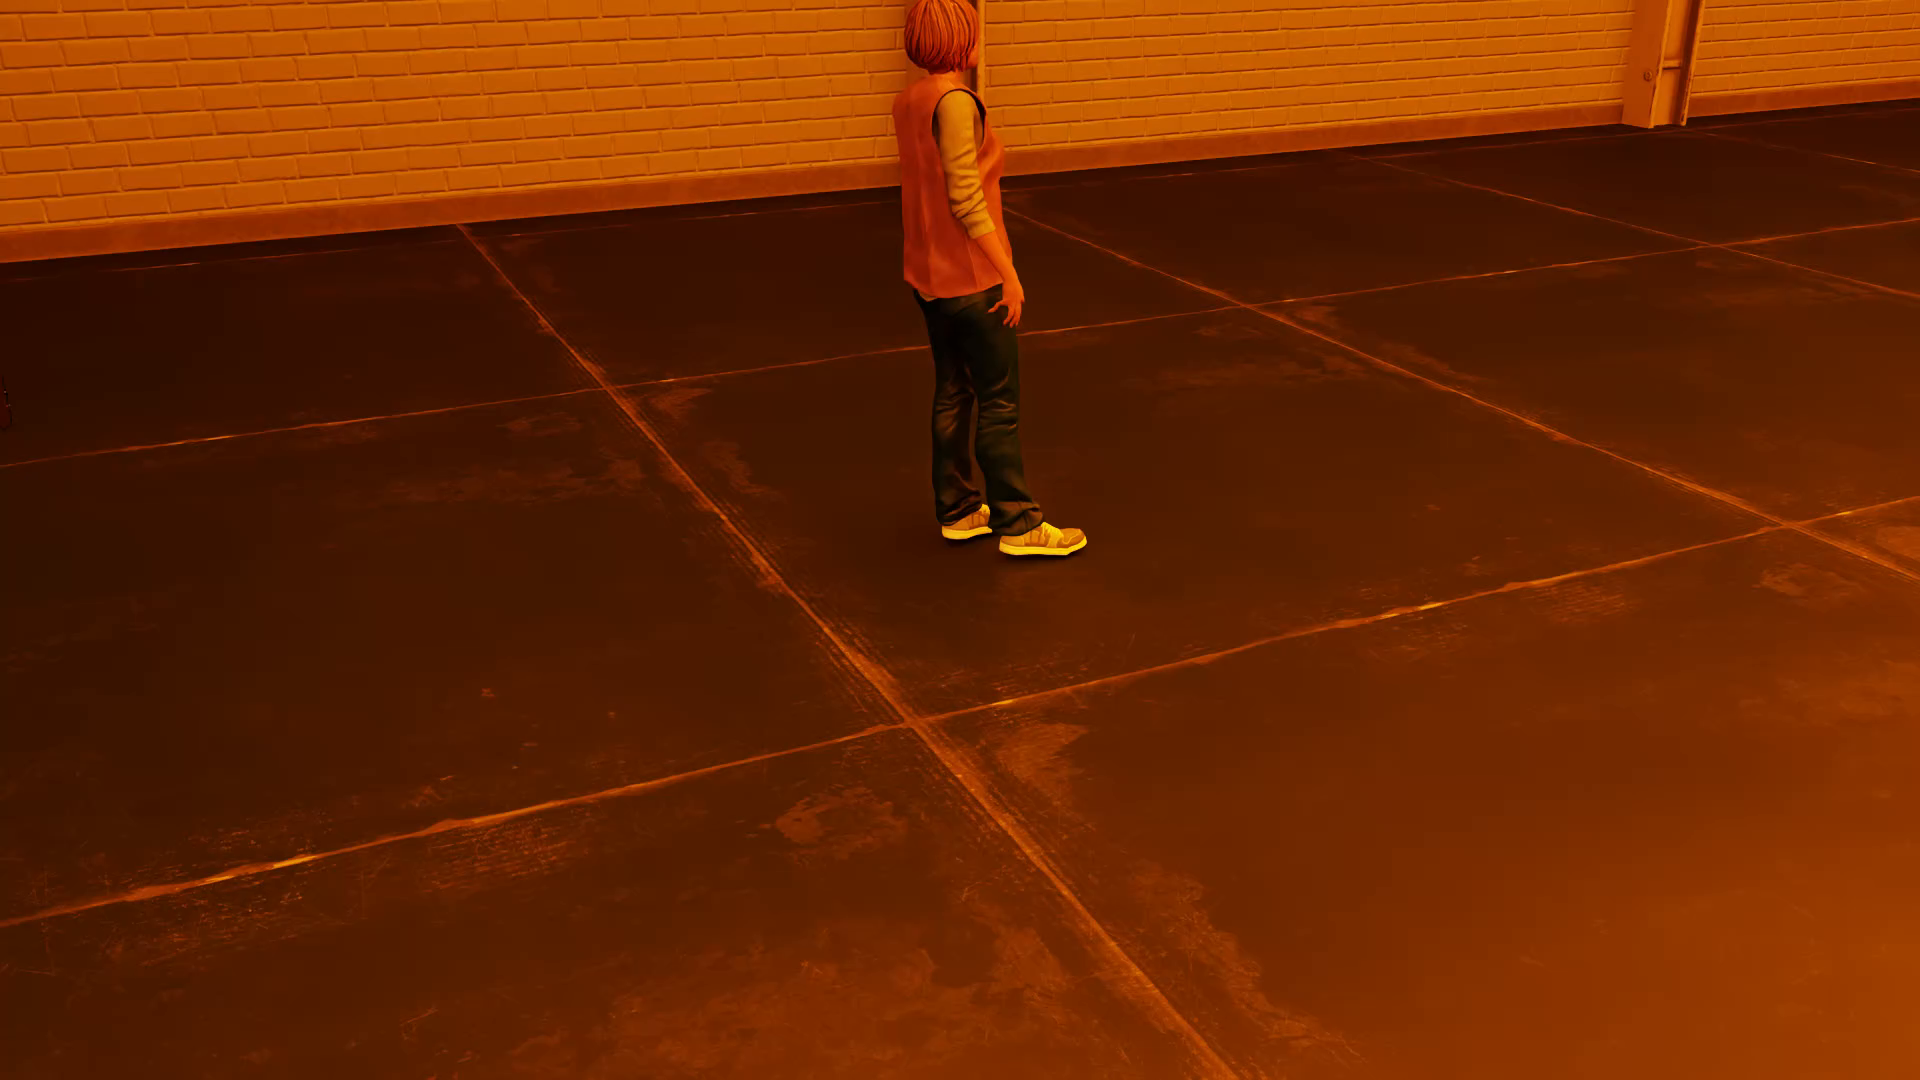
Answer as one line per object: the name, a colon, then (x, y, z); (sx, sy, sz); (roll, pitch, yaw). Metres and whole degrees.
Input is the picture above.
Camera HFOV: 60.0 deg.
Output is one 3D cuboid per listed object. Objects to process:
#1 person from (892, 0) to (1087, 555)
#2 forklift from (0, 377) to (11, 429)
person: (0.073, -0.751, 4.814); (0.476, 1.597, 0.520); (-10, 25, -23)
forklift: (-4.935, -1.608, 5.157); (3.031, 2.935, 1.130); (3, 23, 8)
